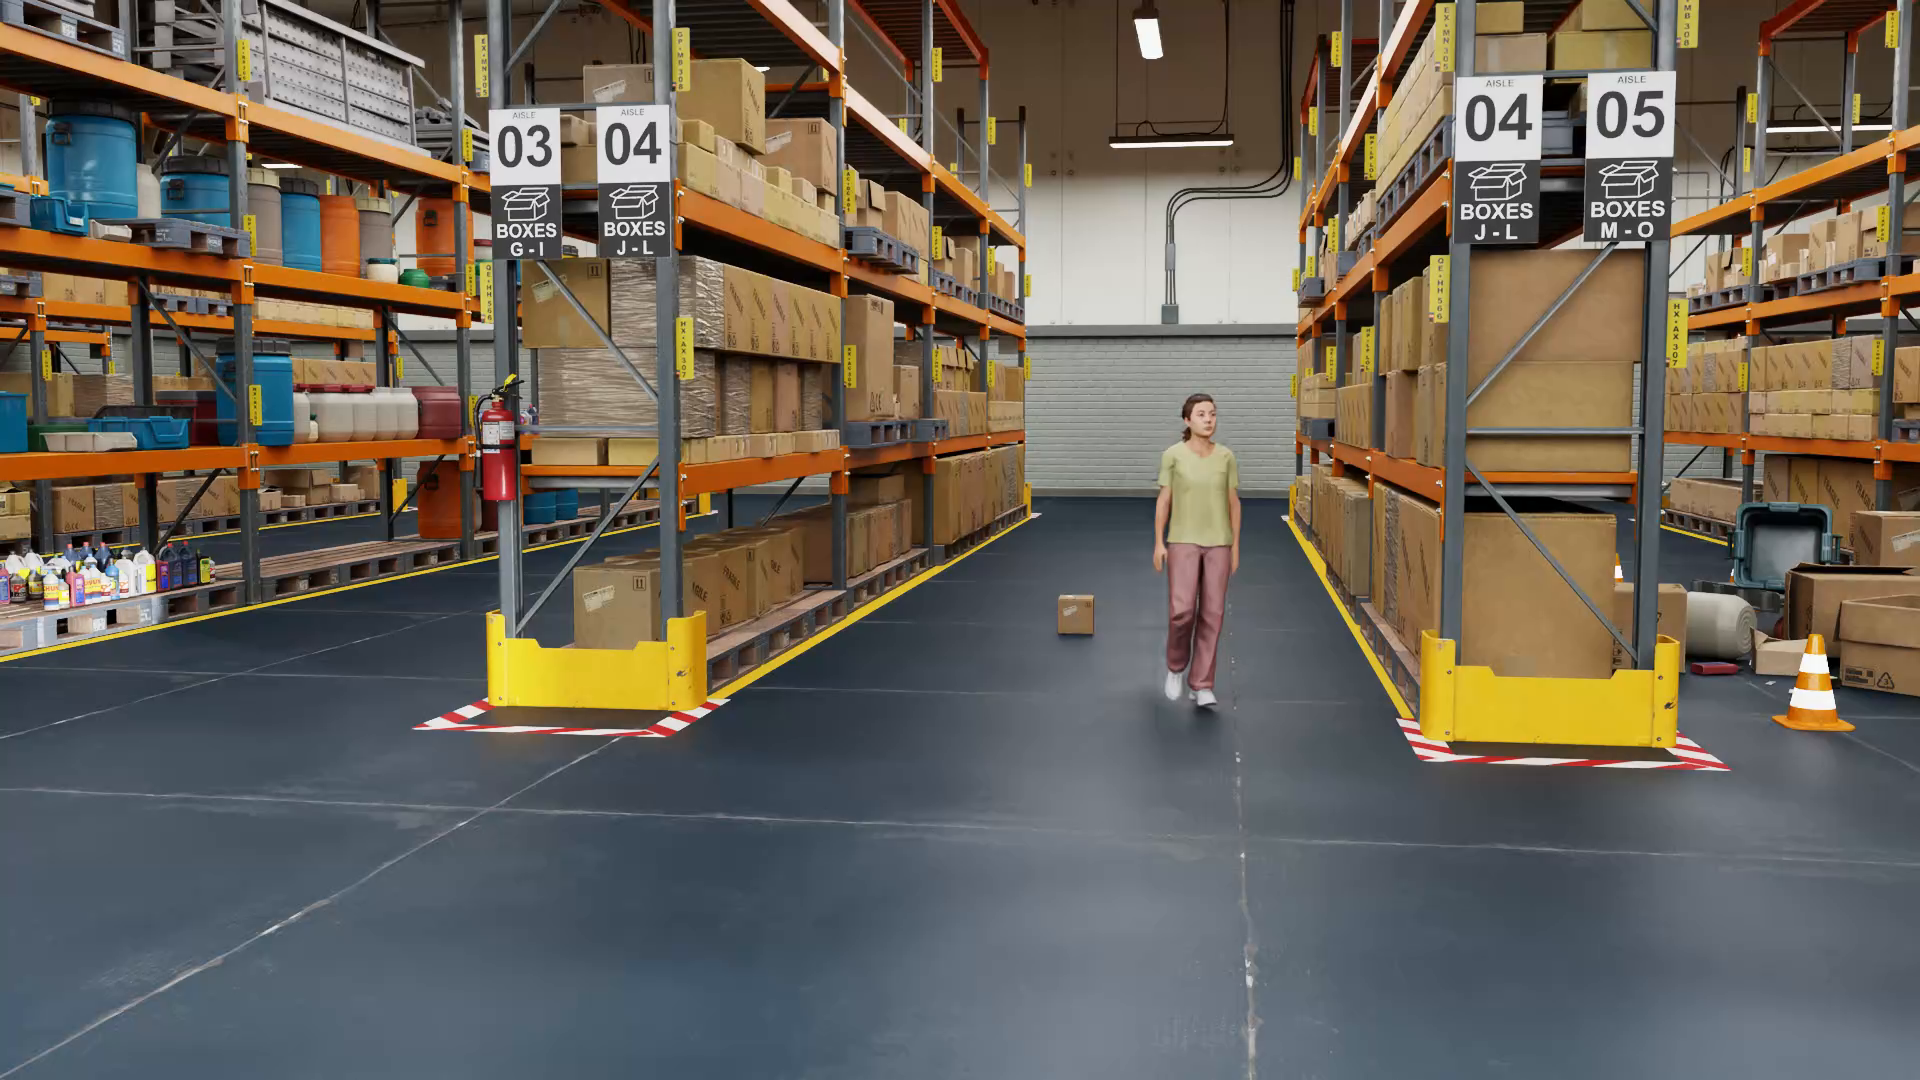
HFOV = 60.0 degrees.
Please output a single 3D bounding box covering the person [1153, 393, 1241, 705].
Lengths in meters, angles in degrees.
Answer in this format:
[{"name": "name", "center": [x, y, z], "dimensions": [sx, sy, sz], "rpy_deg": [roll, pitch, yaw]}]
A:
[{"name": "person", "center": [1.286, 0.052, 8.890], "dimensions": [0.471, 1.659, 0.456], "rpy_deg": [-1, 5, -7]}]
